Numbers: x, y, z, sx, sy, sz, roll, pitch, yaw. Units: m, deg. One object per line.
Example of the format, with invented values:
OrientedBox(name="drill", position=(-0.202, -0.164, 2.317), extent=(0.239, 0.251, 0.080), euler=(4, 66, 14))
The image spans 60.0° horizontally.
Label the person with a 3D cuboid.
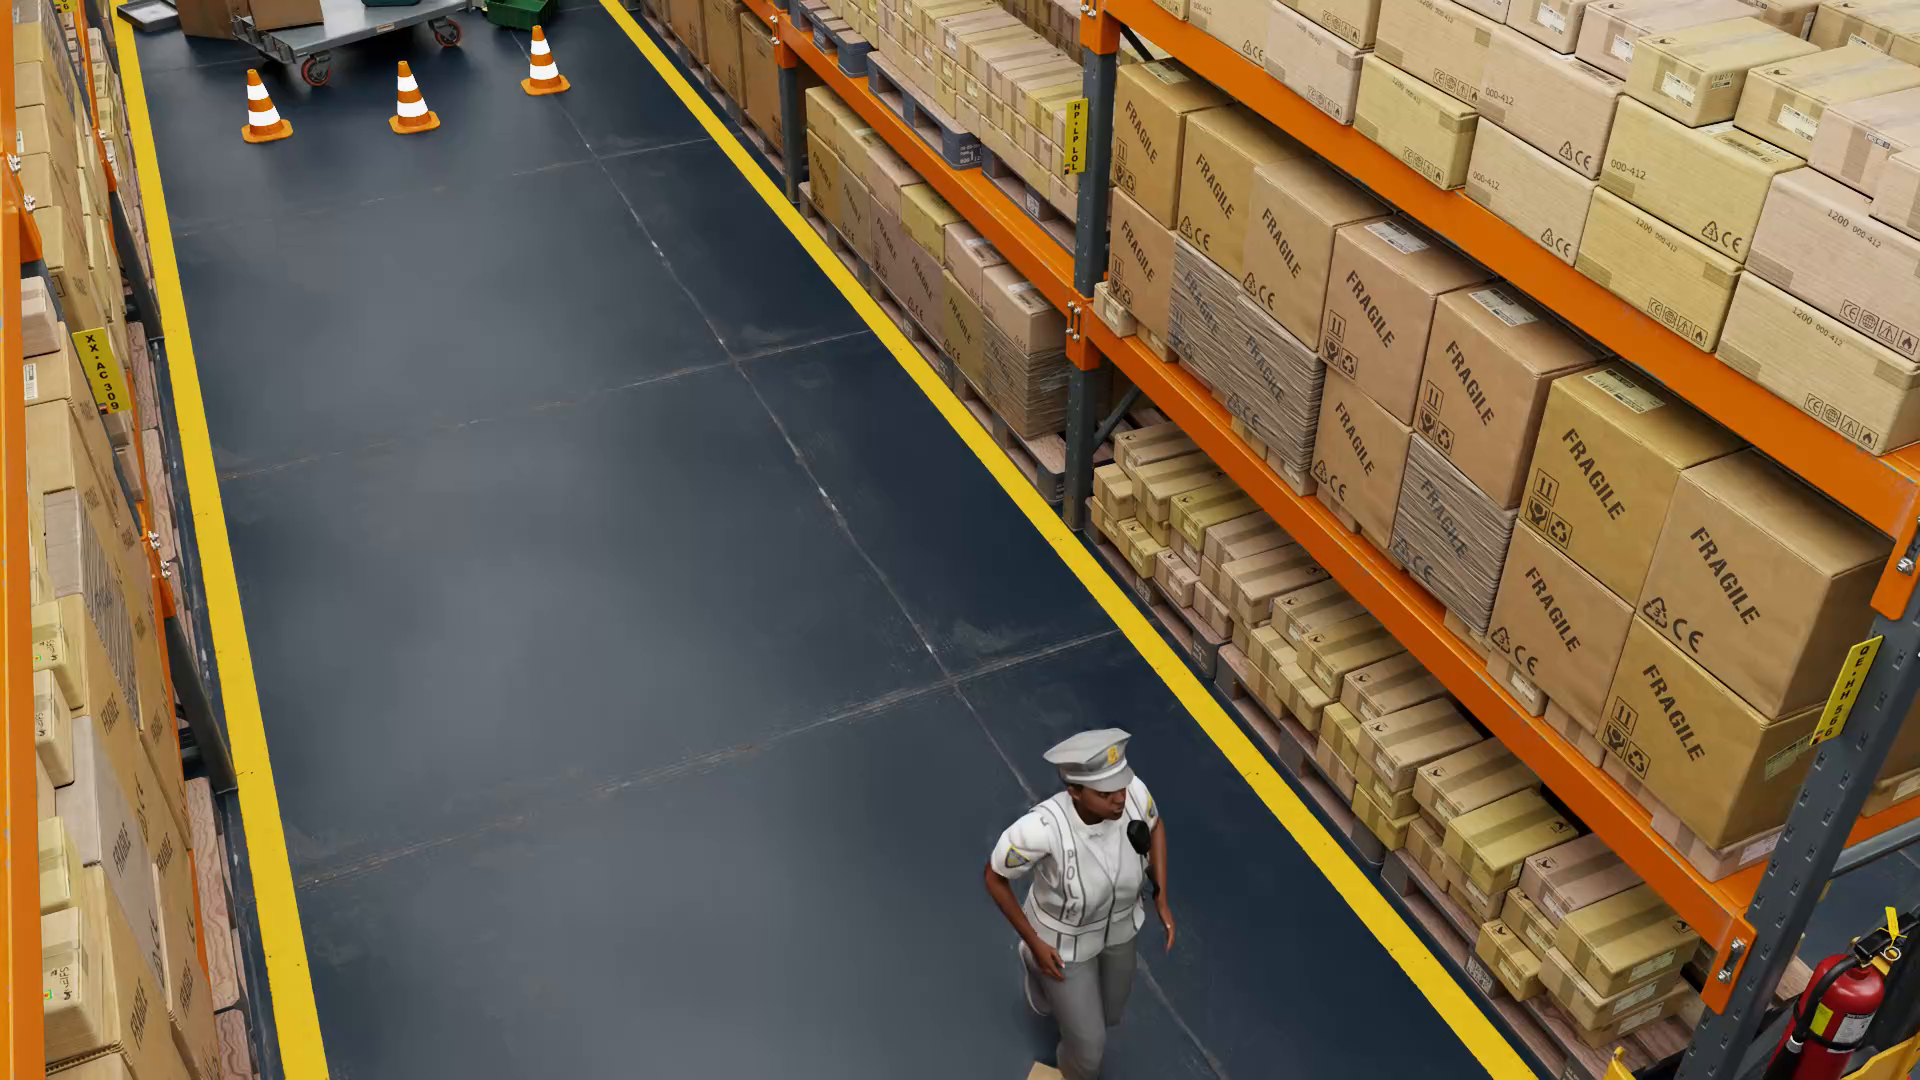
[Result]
OrientedBox(name="person", position=(0.375, 1.196, 5.299), extent=(0.606, 1.686, 0.677), euler=(-20, 42, -24))
